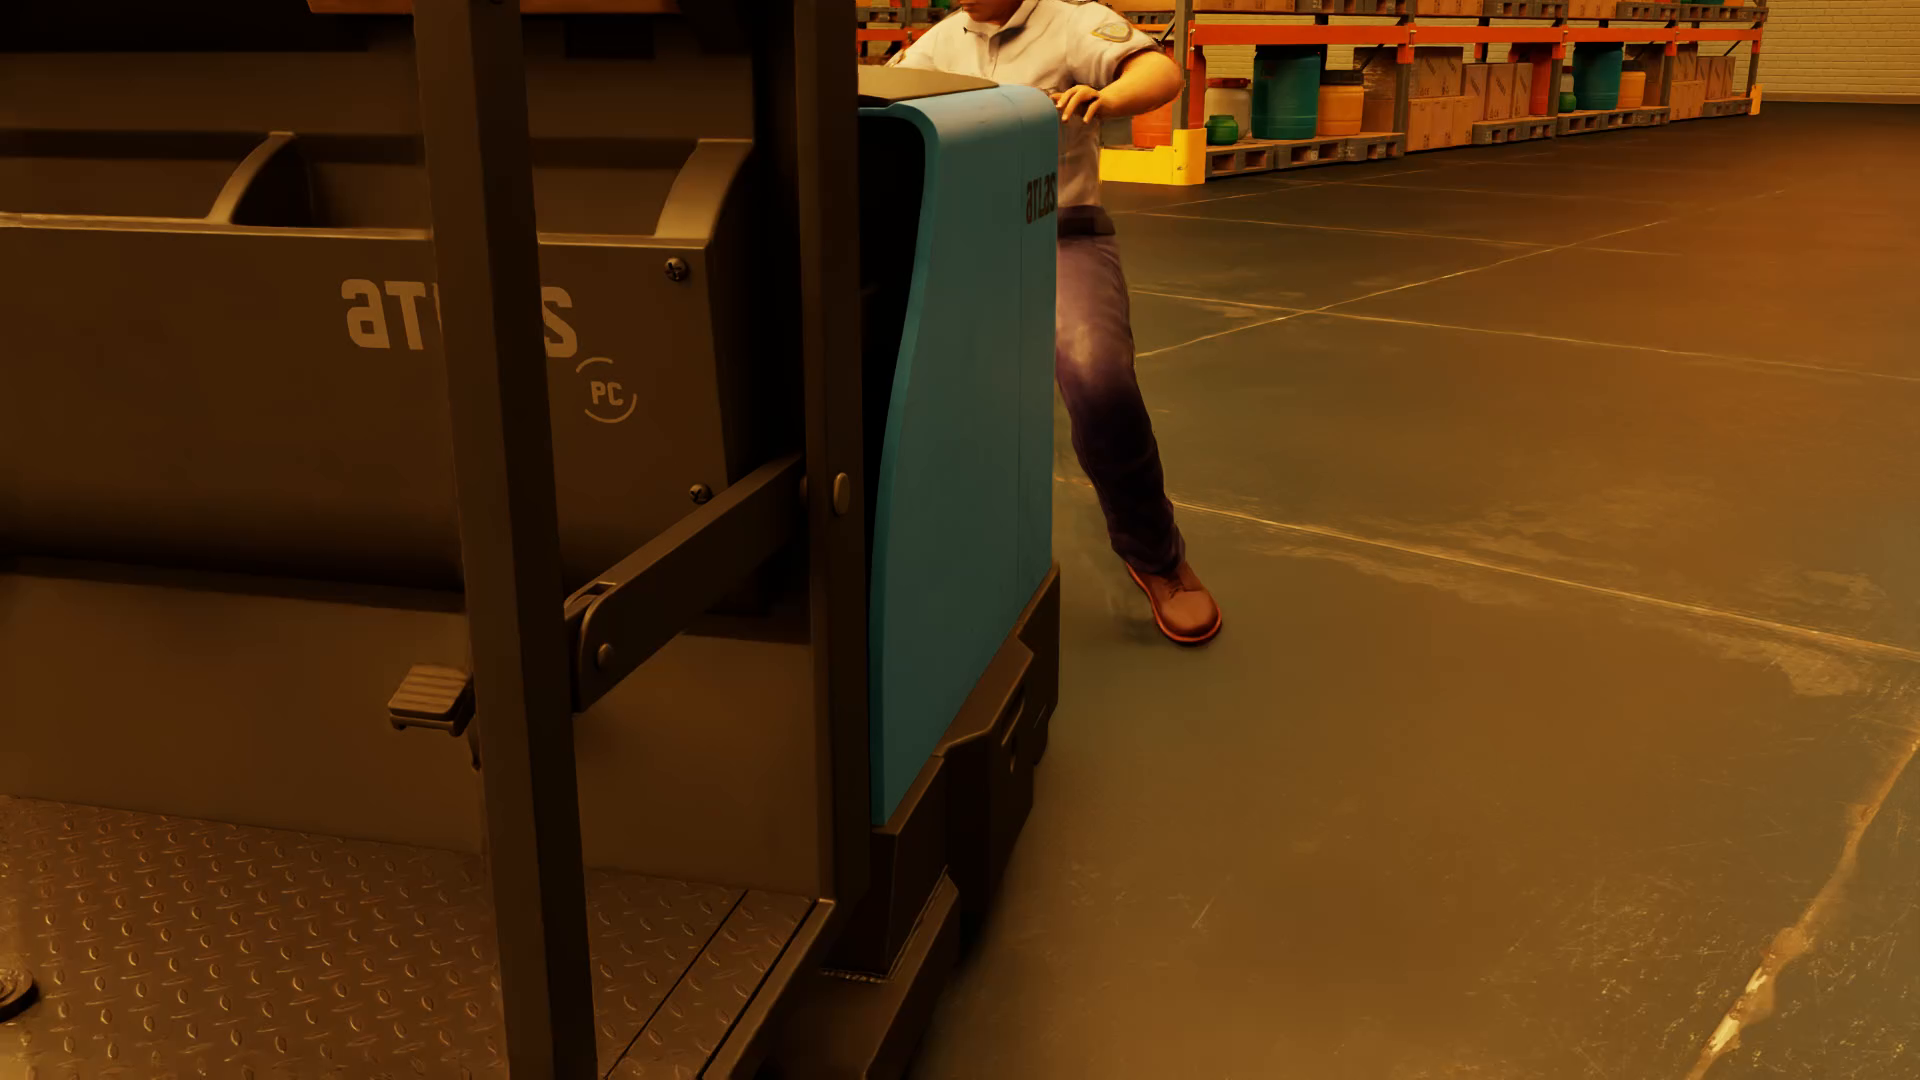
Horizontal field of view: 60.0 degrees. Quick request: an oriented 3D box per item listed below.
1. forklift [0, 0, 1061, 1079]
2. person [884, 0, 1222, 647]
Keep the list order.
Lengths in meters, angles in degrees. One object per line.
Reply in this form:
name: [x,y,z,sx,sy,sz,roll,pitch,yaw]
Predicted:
forklift: [-0.689,-0.697,1.193,1.130,2.935,3.031,4,17,13]
person: [0.036,-0.559,3.329,1.113,1.426,0.661,15,23,41]
